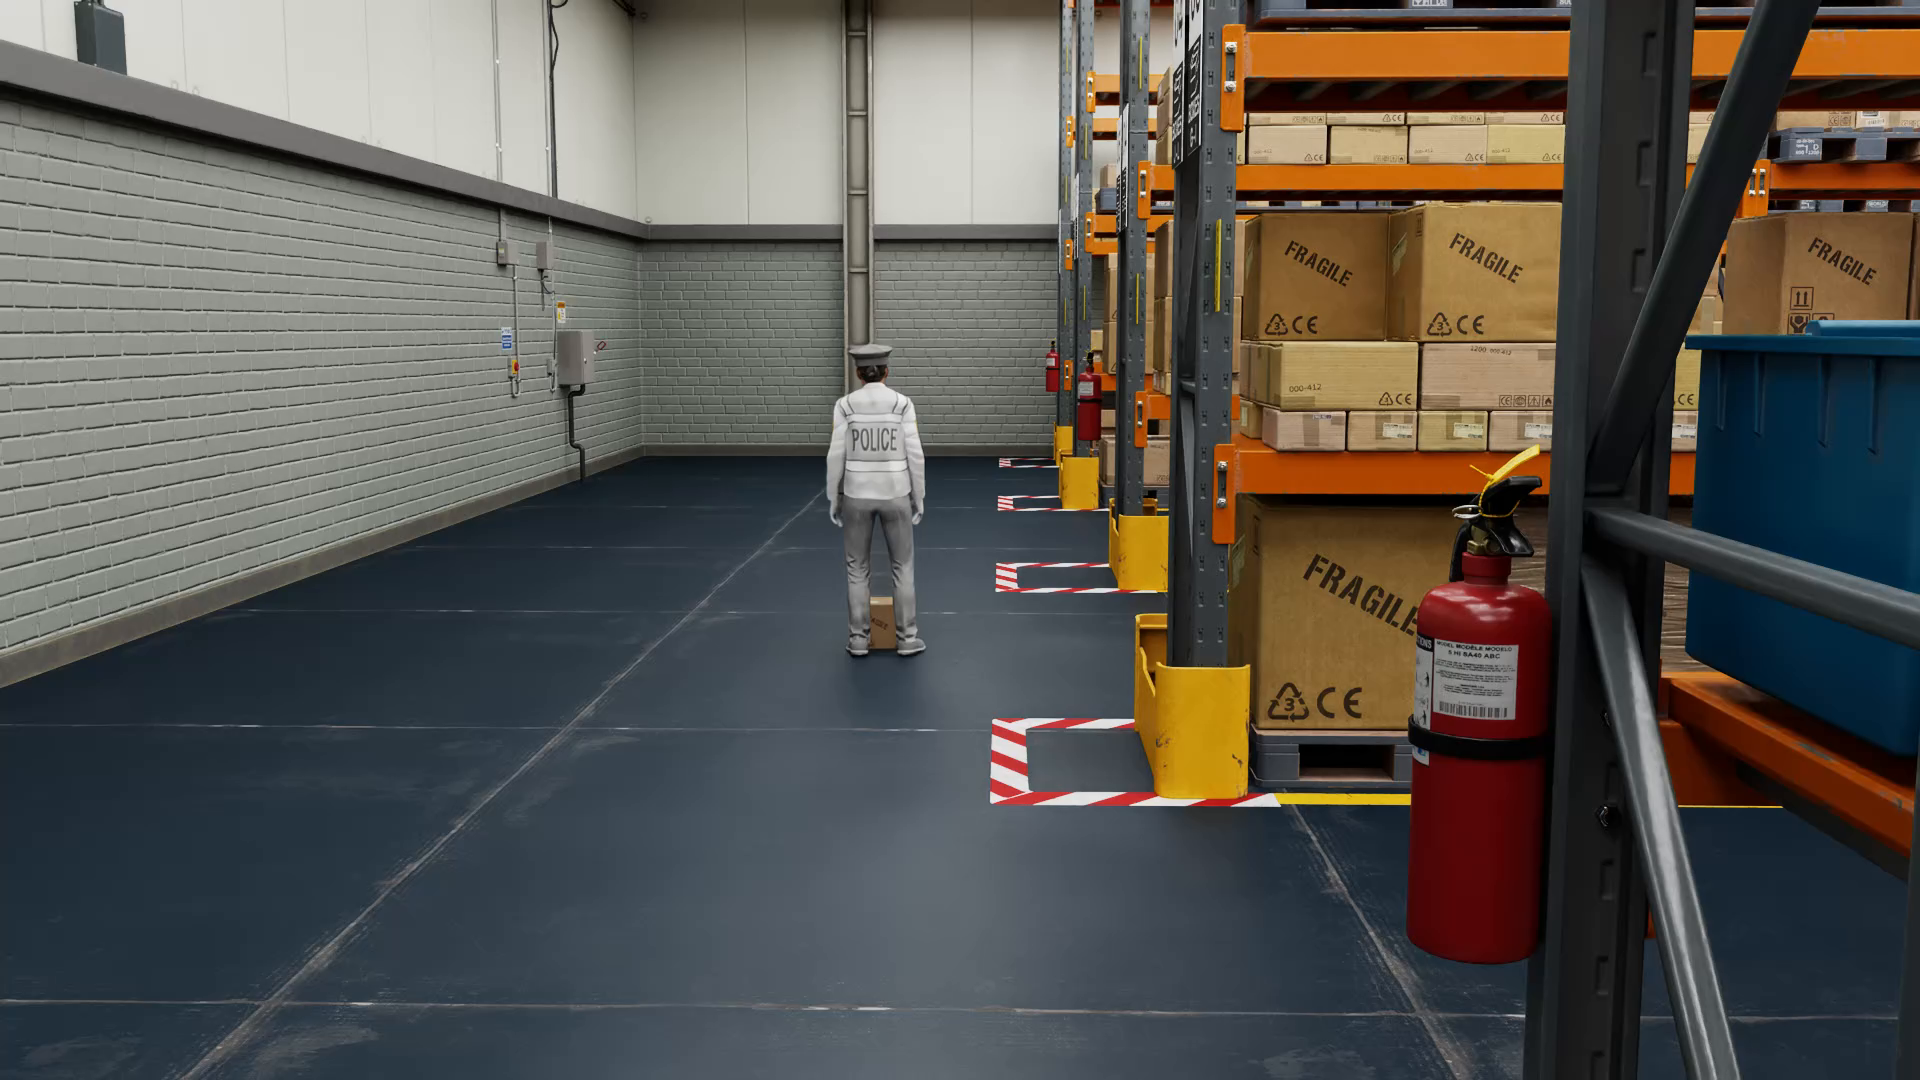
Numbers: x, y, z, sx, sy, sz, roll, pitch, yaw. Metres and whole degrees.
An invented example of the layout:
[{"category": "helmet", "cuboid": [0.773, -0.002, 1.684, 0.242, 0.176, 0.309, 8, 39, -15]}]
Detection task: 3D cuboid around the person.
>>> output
[{"category": "person", "cuboid": [-0.449, -0.209, 8.892, 0.528, 1.662, 0.375, 0, 7, -1]}]
